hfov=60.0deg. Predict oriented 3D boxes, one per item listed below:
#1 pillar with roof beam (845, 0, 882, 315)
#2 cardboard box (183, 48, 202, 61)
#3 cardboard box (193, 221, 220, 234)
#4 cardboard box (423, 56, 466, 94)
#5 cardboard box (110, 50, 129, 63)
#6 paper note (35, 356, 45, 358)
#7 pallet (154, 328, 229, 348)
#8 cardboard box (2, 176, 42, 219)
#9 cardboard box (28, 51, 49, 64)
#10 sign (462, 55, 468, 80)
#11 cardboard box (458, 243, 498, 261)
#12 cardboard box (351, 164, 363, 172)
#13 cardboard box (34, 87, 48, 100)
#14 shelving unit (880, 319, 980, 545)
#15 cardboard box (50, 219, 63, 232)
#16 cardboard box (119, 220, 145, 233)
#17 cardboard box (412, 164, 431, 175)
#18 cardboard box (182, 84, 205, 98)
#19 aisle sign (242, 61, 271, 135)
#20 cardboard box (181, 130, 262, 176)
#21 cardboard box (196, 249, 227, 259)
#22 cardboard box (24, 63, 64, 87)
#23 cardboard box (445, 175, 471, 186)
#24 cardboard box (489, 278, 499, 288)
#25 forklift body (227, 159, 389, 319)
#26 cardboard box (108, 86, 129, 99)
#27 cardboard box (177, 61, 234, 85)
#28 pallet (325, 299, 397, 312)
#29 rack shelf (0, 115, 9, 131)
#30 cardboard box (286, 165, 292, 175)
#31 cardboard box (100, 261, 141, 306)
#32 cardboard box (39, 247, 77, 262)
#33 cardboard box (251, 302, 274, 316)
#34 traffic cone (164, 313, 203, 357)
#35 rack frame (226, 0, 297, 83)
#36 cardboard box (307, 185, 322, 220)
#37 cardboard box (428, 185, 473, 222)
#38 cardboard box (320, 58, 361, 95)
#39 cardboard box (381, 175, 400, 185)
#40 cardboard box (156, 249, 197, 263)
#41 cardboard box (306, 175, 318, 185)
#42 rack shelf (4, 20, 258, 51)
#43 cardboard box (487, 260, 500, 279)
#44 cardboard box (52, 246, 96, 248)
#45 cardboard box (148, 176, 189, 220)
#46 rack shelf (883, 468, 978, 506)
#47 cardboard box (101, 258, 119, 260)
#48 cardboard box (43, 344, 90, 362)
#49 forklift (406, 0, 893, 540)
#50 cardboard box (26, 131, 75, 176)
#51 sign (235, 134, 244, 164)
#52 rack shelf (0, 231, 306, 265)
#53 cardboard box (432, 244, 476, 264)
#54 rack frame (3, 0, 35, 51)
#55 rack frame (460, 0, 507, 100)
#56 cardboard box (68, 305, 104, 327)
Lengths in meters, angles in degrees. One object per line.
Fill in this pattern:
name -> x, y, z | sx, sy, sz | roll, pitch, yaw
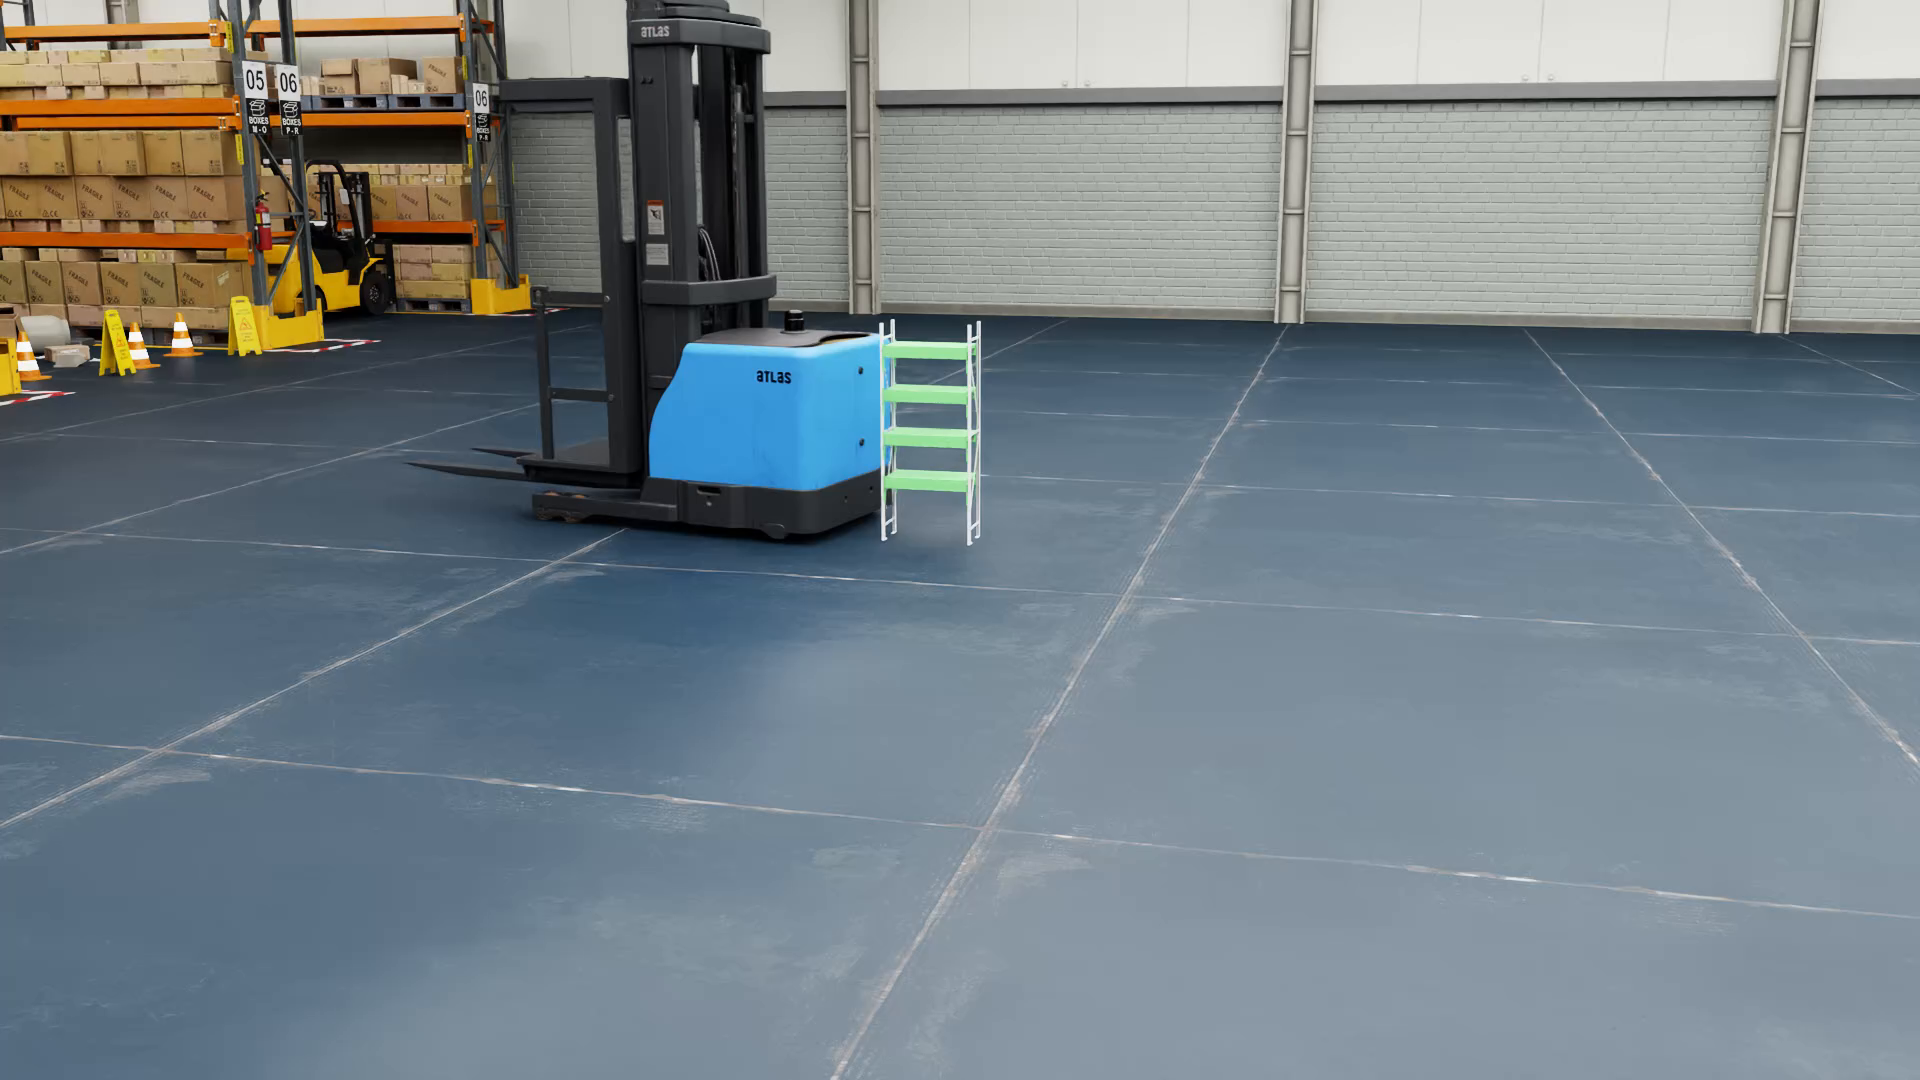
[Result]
pillar with roof beam -> -2.392, -6.751, 18.886 | 0.400, 9.000, 9.100 | 3, 13, 14
cardboard box -> -8.552, -5.477, 18.809 | 0.250, 0.149, 0.380 | 3, 13, 15
cardboard box -> -8.598, -3.611, 19.163 | 0.250, 0.149, 0.380 | 3, 13, 13
cardboard box -> -7.214, -6.552, 23.483 | 0.500, 0.500, 0.500 | 3, 13, 15
cardboard box -> -9.521, -5.544, 19.110 | 0.250, 0.149, 0.380 | 3, 13, 12
paper note -> -10.095, -2.020, 18.295 | 0.142, 0.019, 0.148 | 8, 15, 33
pallet -> -8.765, -2.461, 19.841 | 1.213, 0.211, 1.003 | 3, 13, 14
cardboard box -> -10.942, -4.068, 19.727 | 0.500, 0.500, 0.500 | 3, 13, 13
cardboard box -> -10.552, -5.578, 19.265 | 0.250, 0.149, 0.380 | 3, 13, 12
sign -> -6.869, -6.558, 23.080 | 0.005, 0.325, 0.100 | 3, 13, 14
cardboard box -> -7.147, -4.229, 24.439 | 0.500, 0.250, 0.500 | 3, 13, 13
cardboard box -> -8.615, -5.377, 24.127 | 0.250, 0.149, 0.380 | 3, 13, 14
cardboard box -> -10.553, -5.198, 19.393 | 0.250, 0.149, 0.380 | 3, 13, 12
shelving unit -> -0.161, -0.594, 9.143 | 0.503, 1.200, 0.258 | 3, 13, 14
cardboard box -> -10.545, -3.733, 19.716 | 0.250, 0.149, 0.380 | 3, 13, 13
cardboard box -> -9.584, -3.673, 19.442 | 0.250, 0.149, 0.380 | 3, 13, 13
cardboard box -> -7.631, -5.312, 23.837 | 0.250, 0.149, 0.380 | 3, 13, 15
cardboard box -> -8.574, -5.077, 18.845 | 0.250, 0.149, 0.380 | 3, 13, 14
aisle sign -> -7.921, -4.974, 18.726 | 0.004, 0.787, 0.394 | 3, 13, 14
cardboard box -> -8.460, -4.432, 19.058 | 0.500, 0.500, 0.700 | 3, 13, 12
cardboard box -> -11.119, -4.091, 25.262 | 0.625, 0.625, 0.875 | 4, 13, 16
cardboard box -> -10.447, -5.379, 19.288 | 0.500, 0.250, 0.500 | 3, 13, 14
cardboard box -> -7.130, -5.138, 23.737 | 0.250, 0.149, 0.380 | 3, 13, 14
cardboard box -> -7.156, -3.742, 24.555 | 0.500, 0.250, 0.500 | 3, 13, 14
forklift body -> -9.004, -4.114, 22.809 | 1.214, 2.155, 2.313 | 3, 13, 14
cardboard box -> -9.561, -5.143, 19.144 | 0.250, 0.149, 0.380 | 3, 13, 12
cardboard box -> -8.473, -5.275, 18.821 | 0.500, 0.250, 0.500 | 3, 13, 13
pallet -> -8.659, -3.547, 24.731 | 1.213, 0.211, 1.003 | 3, 13, 14
rack shelf -> -13.737, -5.194, 20.454 | 4.000, 0.370, 1.077 | 3, 13, 14
cardboard box -> -9.620, -5.412, 24.285 | 0.250, 0.149, 0.380 | 3, 13, 15
cardboard box -> -9.748, -3.039, 19.652 | 0.500, 0.500, 0.500 | 3, 13, 12
cardboard box -> -10.680, -3.389, 19.735 | 0.250, 0.149, 0.380 | 4, 13, 16
cardboard box -> -8.628, -2.732, 20.000 | 0.500, 0.250, 0.500 | 3, 13, 13
traffic cone -> -8.638, -2.282, 18.450 | 0.334, 0.463, 0.336 | 3, 13, 14
rack frame -> -7.911, -6.698, 18.647 | 0.127, 3.000, 1.000 | 3, 13, 14
cardboard box -> -9.239, -4.942, 24.353 | 0.500, 0.500, 0.500 | 3, 13, 13
cardboard box -> -7.266, -4.832, 23.858 | 0.500, 0.500, 0.500 | 3, 13, 12
cardboard box -> -8.743, -6.666, 23.990 | 0.637, 0.503, 0.797 | 3, 13, 15
cardboard box -> -8.131, -5.190, 23.974 | 0.250, 0.149, 0.380 | 3, 13, 12
cardboard box -> -9.124, -3.306, 19.361 | 0.250, 0.149, 0.380 | 3, 13, 15
cardboard box -> -9.375, -5.251, 24.249 | 0.250, 0.149, 0.380 | 3, 13, 13
rack shelf -> -12.551, -7.507, 24.878 | 4.000, 0.370, 1.077 | 3, 13, 14
cardboard box -> -7.133, -3.988, 24.508 | 0.500, 0.250, 0.500 | 3, 13, 15
cardboard box -> -13.890, -4.239, 25.927 | 0.625, 0.625, 0.875 | 3, 13, 15
cardboard box -> -8.989, -3.960, 19.241 | 0.500, 0.500, 0.500 | 3, 13, 14
rack shelf -> -0.161, -0.298, 9.208 | 0.480, 0.148, 0.258 | 3, 13, 14
cardboard box -> -10.166, -3.179, 20.284 | 0.500, 0.500, 0.500 | 4, 13, 17
cardboard box -> -9.667, -2.021, 17.998 | 0.250, 0.149, 0.380 | 12, 17, 43
forklift -> -1.951, -1.625, 9.792 | 3.031, 2.935, 1.130 | 6, 14, 24
cardboard box -> -10.448, -4.528, 19.490 | 0.500, 0.500, 0.700 | 3, 13, 12
sign -> -8.064, -4.373, 18.616 | 0.005, 0.325, 0.100 | 3, 13, 14
rack shelf -> -9.853, -3.522, 19.843 | 4.000, 0.370, 1.077 | 3, 13, 14
cardboard box -> -7.248, -4.122, 23.959 | 0.500, 0.250, 0.500 | 4, 13, 15
rack frame -> -14.493, -8.157, 25.224 | 0.127, 3.000, 1.000 | 3, 13, 14
rack frame -> -6.726, -7.742, 23.353 | 0.127, 3.000, 1.000 | 3, 13, 14
cardboard box -> -10.250, -2.700, 19.856 | 0.500, 0.250, 0.500 | 3, 13, 13
